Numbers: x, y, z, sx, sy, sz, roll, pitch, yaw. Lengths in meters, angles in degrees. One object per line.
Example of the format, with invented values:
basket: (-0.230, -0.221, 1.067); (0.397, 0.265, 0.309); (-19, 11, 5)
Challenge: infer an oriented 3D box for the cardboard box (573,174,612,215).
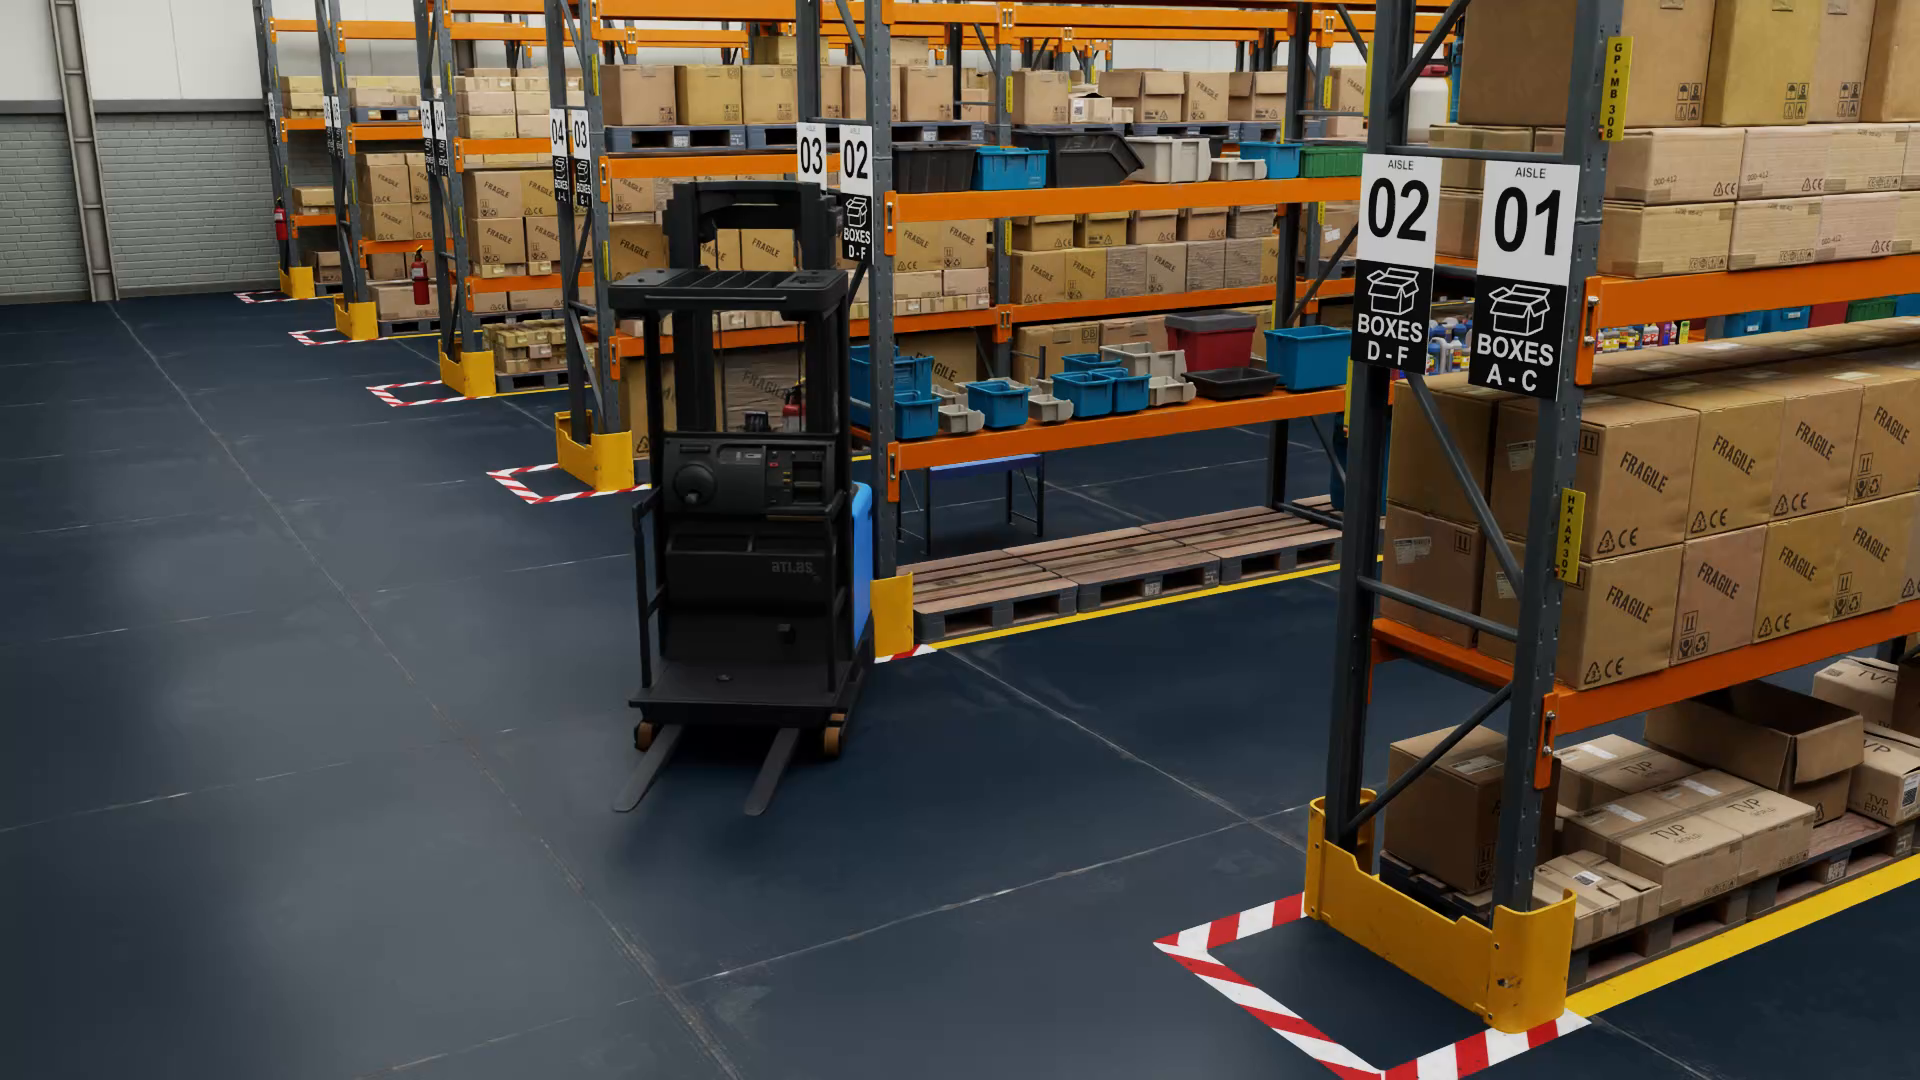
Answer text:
cardboard box: (-4.313, -3.991, 19.000); (0.500, 0.500, 0.500); (-10, 18, -31)

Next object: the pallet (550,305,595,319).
pallet: (-5.621, -3.435, 24.773); (1.213, 0.211, 1.003); (-9, 18, -30)

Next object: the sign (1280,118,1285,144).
sign: (2.444, -3.003, 12.491); (0.005, 0.325, 0.100); (-9, 18, -30)

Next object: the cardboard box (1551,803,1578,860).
cardboard box: (2.577, 1.260, 7.291); (0.250, 0.166, 0.380); (-9, 18, -30)

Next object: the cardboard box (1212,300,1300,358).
cardboard box: (3.001, -2.217, 18.419); (0.875, 0.875, 1.225); (-10, 19, -32)

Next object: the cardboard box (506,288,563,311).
cardboard box: (-6.289, -3.647, 24.331); (0.875, 0.438, 0.875); (-10, 18, -31)

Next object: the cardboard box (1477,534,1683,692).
cardboard box: (2.361, 0.227, 6.357); (0.500, 0.500, 0.500); (-9, 18, -29)

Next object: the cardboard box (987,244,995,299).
cardboard box: (0.435, -2.749, 16.974); (0.500, 0.500, 0.500); (-9, 18, -30)

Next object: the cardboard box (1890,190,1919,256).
cardboard box: (3.704, -1.316, 6.768); (0.500, 0.250, 0.500); (-9, 18, -30)

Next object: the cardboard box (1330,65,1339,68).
cardboard box: (5.270, -6.812, 24.120); (0.250, 0.149, 0.380); (-9, 18, -30)

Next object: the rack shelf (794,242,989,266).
rack shelf: (-0.579, -3.666, 21.763); (4.000, 0.370, 1.077); (-9, 18, -30)

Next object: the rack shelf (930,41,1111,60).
rack shelf: (1.084, -9.753, 33.105); (4.000, 0.370, 1.077); (-9, 18, -30)

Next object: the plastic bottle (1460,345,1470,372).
plastic bottle: (3.829, -1.381, 12.649); (0.097, 0.201, 0.097); (0, 16, 0)

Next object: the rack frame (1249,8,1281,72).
rack frame: (4.565, -7.735, 23.831); (0.127, 3.000, 1.000); (-9, 18, -30)

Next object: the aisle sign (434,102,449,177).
aisle sign: (-5.630, -4.350, 18.056); (0.004, 0.787, 0.394); (-9, 18, -30)

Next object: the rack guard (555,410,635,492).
rack guard: (-3.274, -0.810, 14.872); (0.348, 0.500, 1.175); (-9, 18, -30)

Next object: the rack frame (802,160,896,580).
rack frame: (-0.703, -0.871, 10.458); (0.127, 3.000, 1.000); (-9, 18, -30)

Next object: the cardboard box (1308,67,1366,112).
cardboard box: (4.139, -4.868, 18.049); (0.500, 0.500, 0.500); (-9, 18, -29)

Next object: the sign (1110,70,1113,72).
sign: (3.065, -9.387, 33.787); (0.005, 0.325, 0.100); (-9, 18, -30)

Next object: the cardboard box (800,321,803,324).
cardboard box: (-1.462, -2.083, 15.248); (0.250, 0.149, 0.380); (-10, 18, -31)

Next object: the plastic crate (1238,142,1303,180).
plastic crate: (2.110, -2.590, 11.345); (0.300, 0.233, 0.416); (-9, 18, -30)

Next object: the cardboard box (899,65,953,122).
cardboard box: (-0.465, -4.193, 15.604); (0.500, 0.500, 0.700); (-10, 19, -33)

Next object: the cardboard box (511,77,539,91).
cardboard box: (-4.829, -5.027, 18.343); (0.250, 0.149, 0.380); (-9, 18, -30)

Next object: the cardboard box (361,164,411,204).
cardboard box: (-7.799, -4.840, 22.580); (0.500, 0.500, 0.500); (-10, 18, -31)

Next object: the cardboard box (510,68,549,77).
cardboard box: (-6.068, -6.415, 23.525); (0.637, 0.503, 0.797); (-8, 17, -25)

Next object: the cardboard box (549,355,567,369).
cardboard box: (-4.716, -2.098, 19.340); (0.250, 0.149, 0.380); (-9, 18, -29)

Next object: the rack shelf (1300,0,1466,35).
rack shelf: (4.440, -4.054, 12.775); (4.000, 0.370, 1.077); (-9, 18, -30)

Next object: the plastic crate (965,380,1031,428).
plastic crate: (0.242, -0.869, 10.650); (0.300, 0.233, 0.416); (-9, 18, -30)

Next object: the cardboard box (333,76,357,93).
cardboard box: (-9.962, -7.283, 26.578); (0.500, 0.250, 0.500); (-9, 18, -30)

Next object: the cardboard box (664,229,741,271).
cardboard box: (-2.275, -2.522, 14.688); (0.500, 0.500, 0.500); (-10, 18, -31)

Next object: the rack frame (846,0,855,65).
rack frame: (-1.500, -8.310, 25.883); (0.127, 3.000, 1.000); (-9, 18, -30)

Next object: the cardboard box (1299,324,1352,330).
cardboard box: (4.168, -2.235, 19.140); (0.500, 0.500, 0.700); (-10, 19, -33)

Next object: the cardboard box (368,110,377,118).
cardboard box: (-9.597, -6.894, 26.855); (0.250, 0.149, 0.380); (-9, 18, -30)

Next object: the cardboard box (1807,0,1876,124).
cardboard box: (3.122, -1.917, 6.598); (0.500, 0.500, 0.700); (-9, 18, -30)

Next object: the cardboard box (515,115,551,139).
cardboard box: (-4.752, -4.626, 18.575); (0.500, 0.250, 0.500); (-9, 18, -28)

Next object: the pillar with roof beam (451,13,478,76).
pillar with roof beam: (-6.332, -8.018, 24.840); (0.400, 9.000, 9.100); (-9, 18, -30)

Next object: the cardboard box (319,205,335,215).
cardboard box: (-10.300, -5.365, 26.956); (0.250, 0.149, 0.380); (-9, 18, -28)

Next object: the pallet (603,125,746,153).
pallet: (-2.623, -3.524, 14.530); (1.213, 0.211, 1.003); (-9, 18, -30)

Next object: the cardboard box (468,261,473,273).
cardboard box: (-5.588, -3.168, 19.119); (0.250, 0.149, 0.380); (-9, 18, -30)

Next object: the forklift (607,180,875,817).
forklift: (-1.147, -0.352, 8.735); (1.130, 2.935, 3.031); (1, 16, 4)

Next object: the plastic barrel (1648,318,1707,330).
plastic barrel: (6.396, -2.183, 14.887); (0.708, 0.536, 0.600); (-9, 18, -30)

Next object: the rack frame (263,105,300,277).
rack frame: (-10.917, -5.457, 26.821); (0.127, 3.000, 1.000); (-9, 18, -30)

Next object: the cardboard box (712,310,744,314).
cardboard box: (-2.261, -2.166, 14.805); (0.500, 0.250, 0.500); (-9, 18, -30)

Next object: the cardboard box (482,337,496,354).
cardboard box: (-5.416, -2.290, 19.476); (0.250, 0.149, 0.380); (-10, 18, -31)

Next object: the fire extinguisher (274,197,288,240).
fire extinguisher: (-10.805, -5.113, 26.427); (0.183, 0.674, 0.296); (-9, 18, -30)

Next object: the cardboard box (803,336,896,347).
cardboard box: (-1.204, -1.553, 16.053); (0.875, 0.875, 0.875); (-9, 18, -30)

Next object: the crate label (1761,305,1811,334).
crate label: (7.145, -2.075, 14.690); (0.616, 0.435, 0.502); (-9, 18, -30)

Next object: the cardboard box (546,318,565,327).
cardboard box: (-4.742, -2.535, 19.796); (0.250, 0.149, 0.380); (-10, 19, -32)

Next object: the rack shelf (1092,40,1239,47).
rack shelf: (3.643, -8.796, 28.956); (4.000, 0.370, 1.077); (-9, 18, -30)

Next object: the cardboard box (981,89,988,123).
cardboard box: (0.355, -5.572, 21.488); (0.500, 0.500, 0.500); (-9, 18, -30)

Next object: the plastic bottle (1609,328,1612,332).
plastic bottle: (5.695, -1.902, 14.369); (0.135, 0.276, 0.152); (-9, 18, -30)

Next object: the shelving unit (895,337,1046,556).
shelving unit: (0.073, -0.734, 12.750); (1.048, 1.500, 0.538); (-9, 18, -30)

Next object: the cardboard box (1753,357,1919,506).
cardboard box: (3.671, -0.468, 6.984); (0.500, 0.500, 0.500); (-9, 18, -30)

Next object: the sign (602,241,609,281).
sign: (-2.973, -2.342, 13.958); (0.005, 0.325, 0.100); (-9, 18, -30)

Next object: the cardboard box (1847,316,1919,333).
cardboard box: (4.725, -0.809, 8.202); (0.500, 0.500, 0.500); (-9, 18, -28)

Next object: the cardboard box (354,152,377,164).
cardboard box: (-8.153, -5.248, 22.833); (0.250, 0.149, 0.380); (-9, 18, -29)

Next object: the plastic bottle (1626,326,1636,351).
plastic bottle: (5.471, -1.648, 13.598); (0.097, 0.201, 0.097); (0, 16, 0)

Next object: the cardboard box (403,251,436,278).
cardboard box: (-9.087, -4.679, 27.898); (0.500, 0.500, 0.500); (-9, 18, -29)
